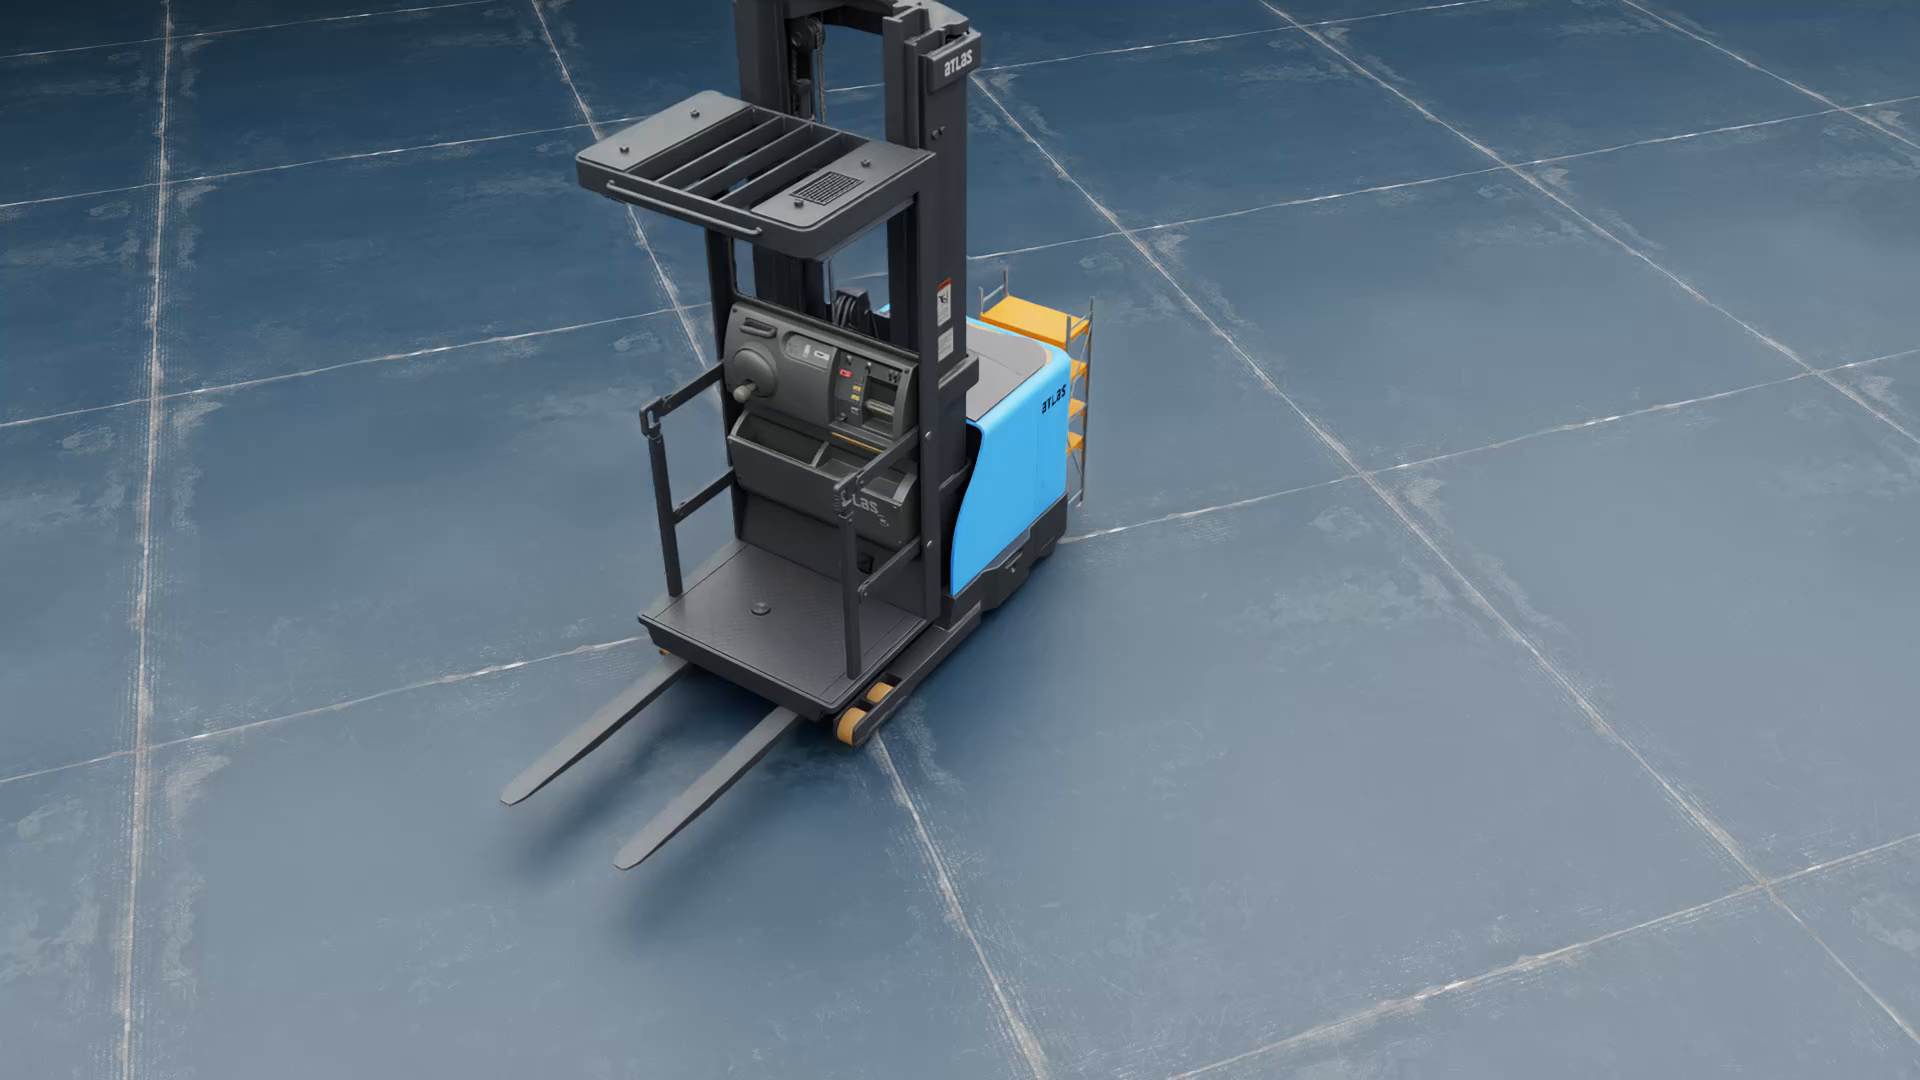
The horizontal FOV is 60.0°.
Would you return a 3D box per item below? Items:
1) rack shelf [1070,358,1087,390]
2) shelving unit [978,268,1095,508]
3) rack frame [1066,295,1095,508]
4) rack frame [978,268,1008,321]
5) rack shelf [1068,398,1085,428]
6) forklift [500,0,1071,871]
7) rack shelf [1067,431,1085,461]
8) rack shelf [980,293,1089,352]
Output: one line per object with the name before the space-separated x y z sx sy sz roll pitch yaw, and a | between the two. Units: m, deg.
rack shelf | 0.363 -0.820 8.142 0.480 0.148 0.258 22 42 26
shelving unit | 0.363 -0.695 8.236 0.503 1.200 0.258 22 42 26
rack frame | 0.566 -0.614 8.128 0.015 1.200 0.240 22 42 26
rack frame | 0.160 -0.777 8.344 0.015 1.200 0.240 22 42 26
rack shelf | 0.363 -0.642 8.277 0.480 0.148 0.258 22 42 26
forklift | -0.706 -0.613 6.688 1.130 2.935 3.031 22 42 26
rack shelf | 0.363 -0.483 8.396 0.480 0.148 0.258 22 42 26
rack shelf | 0.363 -1.009 8.000 0.480 0.148 0.258 22 42 26
